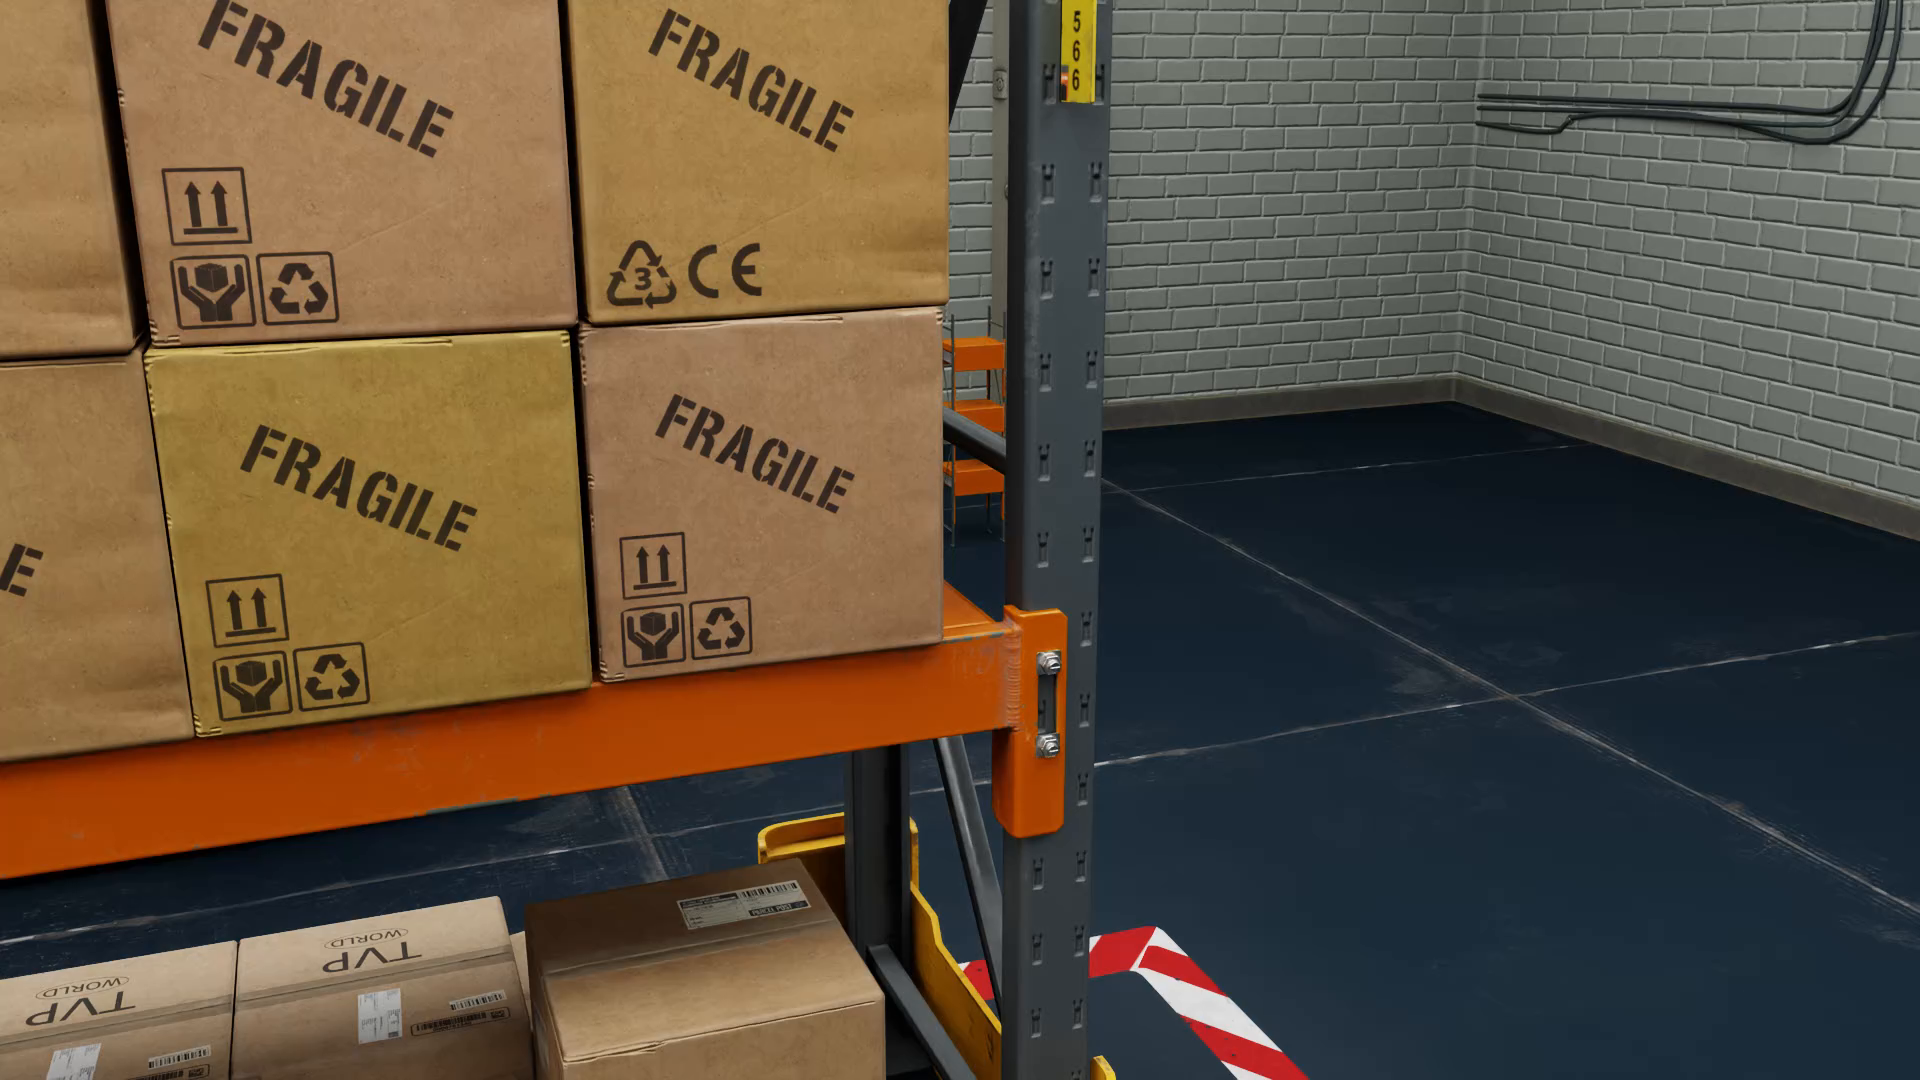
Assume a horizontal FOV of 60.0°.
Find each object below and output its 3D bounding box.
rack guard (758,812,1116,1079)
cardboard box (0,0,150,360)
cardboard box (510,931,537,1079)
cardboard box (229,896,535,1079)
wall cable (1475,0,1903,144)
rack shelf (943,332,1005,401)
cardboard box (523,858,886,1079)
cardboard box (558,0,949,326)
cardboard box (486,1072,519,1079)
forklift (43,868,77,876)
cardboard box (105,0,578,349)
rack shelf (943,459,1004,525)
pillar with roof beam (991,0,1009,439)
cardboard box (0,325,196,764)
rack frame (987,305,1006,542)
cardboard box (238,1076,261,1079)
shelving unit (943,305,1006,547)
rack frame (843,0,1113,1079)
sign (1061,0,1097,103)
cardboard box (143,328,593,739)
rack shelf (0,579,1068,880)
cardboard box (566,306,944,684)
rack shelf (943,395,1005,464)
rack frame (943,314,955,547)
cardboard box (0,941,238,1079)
[{"bbox_3d":[-0.090,1.011,3.269,0.348,0.500,1.175,-6,17,-20],"label":"rack guard"},{"bbox_3d":[-1.291,-0.502,2.032,0.500,0.500,0.500,-6,17,-19],"label":"cardboard box"},{"bbox_3d":[-0.767,0.929,3.358,0.250,0.166,0.380,-6,17,-20],"label":"cardboard box"},{"bbox_3d":[-1.096,0.943,3.164,0.500,0.250,0.500,-6,17,-20],"label":"cardboard box"},{"bbox_3d":[3.614,-3.364,8.593,0.112,2.526,3.097,-6,17,-20],"label":"wall cable"},{"bbox_3d":[0.050,-0.771,7.392,0.240,0.259,0.215,-6,17,-20],"label":"rack shelf"},{"bbox_3d":[-0.439,0.912,2.825,0.500,0.500,0.500,-6,17,-20],"label":"cardboard box"},{"bbox_3d":[-0.337,-0.607,2.388,0.500,0.500,0.500,-6,18,-21],"label":"cardboard box"},{"bbox_3d":[-0.849,1.089,2.814,0.250,0.166,0.380,-6,17,-20],"label":"cardboard box"},{"bbox_3d":[-2.565,-0.645,4.592,3.031,2.935,1.130,-7,18,-22],"label":"forklift"},{"bbox_3d":[-0.808,-0.556,2.214,0.500,0.500,0.500,-6,17,-19],"label":"cardboard box"},{"bbox_3d":[0.050,-0.232,7.550,0.240,0.259,0.215,-6,17,-20],"label":"rack shelf"},{"bbox_3d":[1.957,-3.745,4.379,0.400,9.000,9.100,-6,17,-20],"label":"pillar with roof beam"},{"bbox_3d":[-1.291,-0.025,2.183,0.500,0.500,0.500,-6,17,-20],"label":"cardboard box"},{"bbox_3d":[0.164,-0.521,7.511,0.008,1.050,0.200,-6,17,-20],"label":"rack frame"},{"bbox_3d":[-1.337,1.120,2.561,0.500,0.250,0.500,-6,17,-20],"label":"cardboard box"},{"bbox_3d":[0.050,-0.509,7.469,0.252,1.050,0.215,-6,17,-20],"label":"shelving unit"},{"bbox_3d":[-0.019,-0.196,2.943,0.127,3.000,1.000,-6,17,-20],"label":"rack frame"},{"bbox_3d":[0.160,-0.755,2.231,0.005,0.325,0.100,-6,17,-20],"label":"sign"},{"bbox_3d":[-0.823,-0.074,2.350,0.500,0.500,0.500,-6,17,-20],"label":"cardboard box"},{"bbox_3d":[-1.887,0.351,2.357,4.000,0.370,1.077,-6,17,-20],"label":"rack shelf"},{"bbox_3d":[-0.340,-0.127,2.531,0.500,0.500,0.500,-6,17,-18],"label":"cardboard box"},{"bbox_3d":[0.050,-0.499,7.472,0.240,0.259,0.215,-6,17,-20],"label":"rack shelf"},{"bbox_3d":[-0.064,-0.497,7.427,0.008,1.050,0.200,-6,17,-20],"label":"rack frame"},{"bbox_3d":[-1.562,0.993,2.992,0.500,0.250,0.500,-6,17,-20],"label":"cardboard box"}]
